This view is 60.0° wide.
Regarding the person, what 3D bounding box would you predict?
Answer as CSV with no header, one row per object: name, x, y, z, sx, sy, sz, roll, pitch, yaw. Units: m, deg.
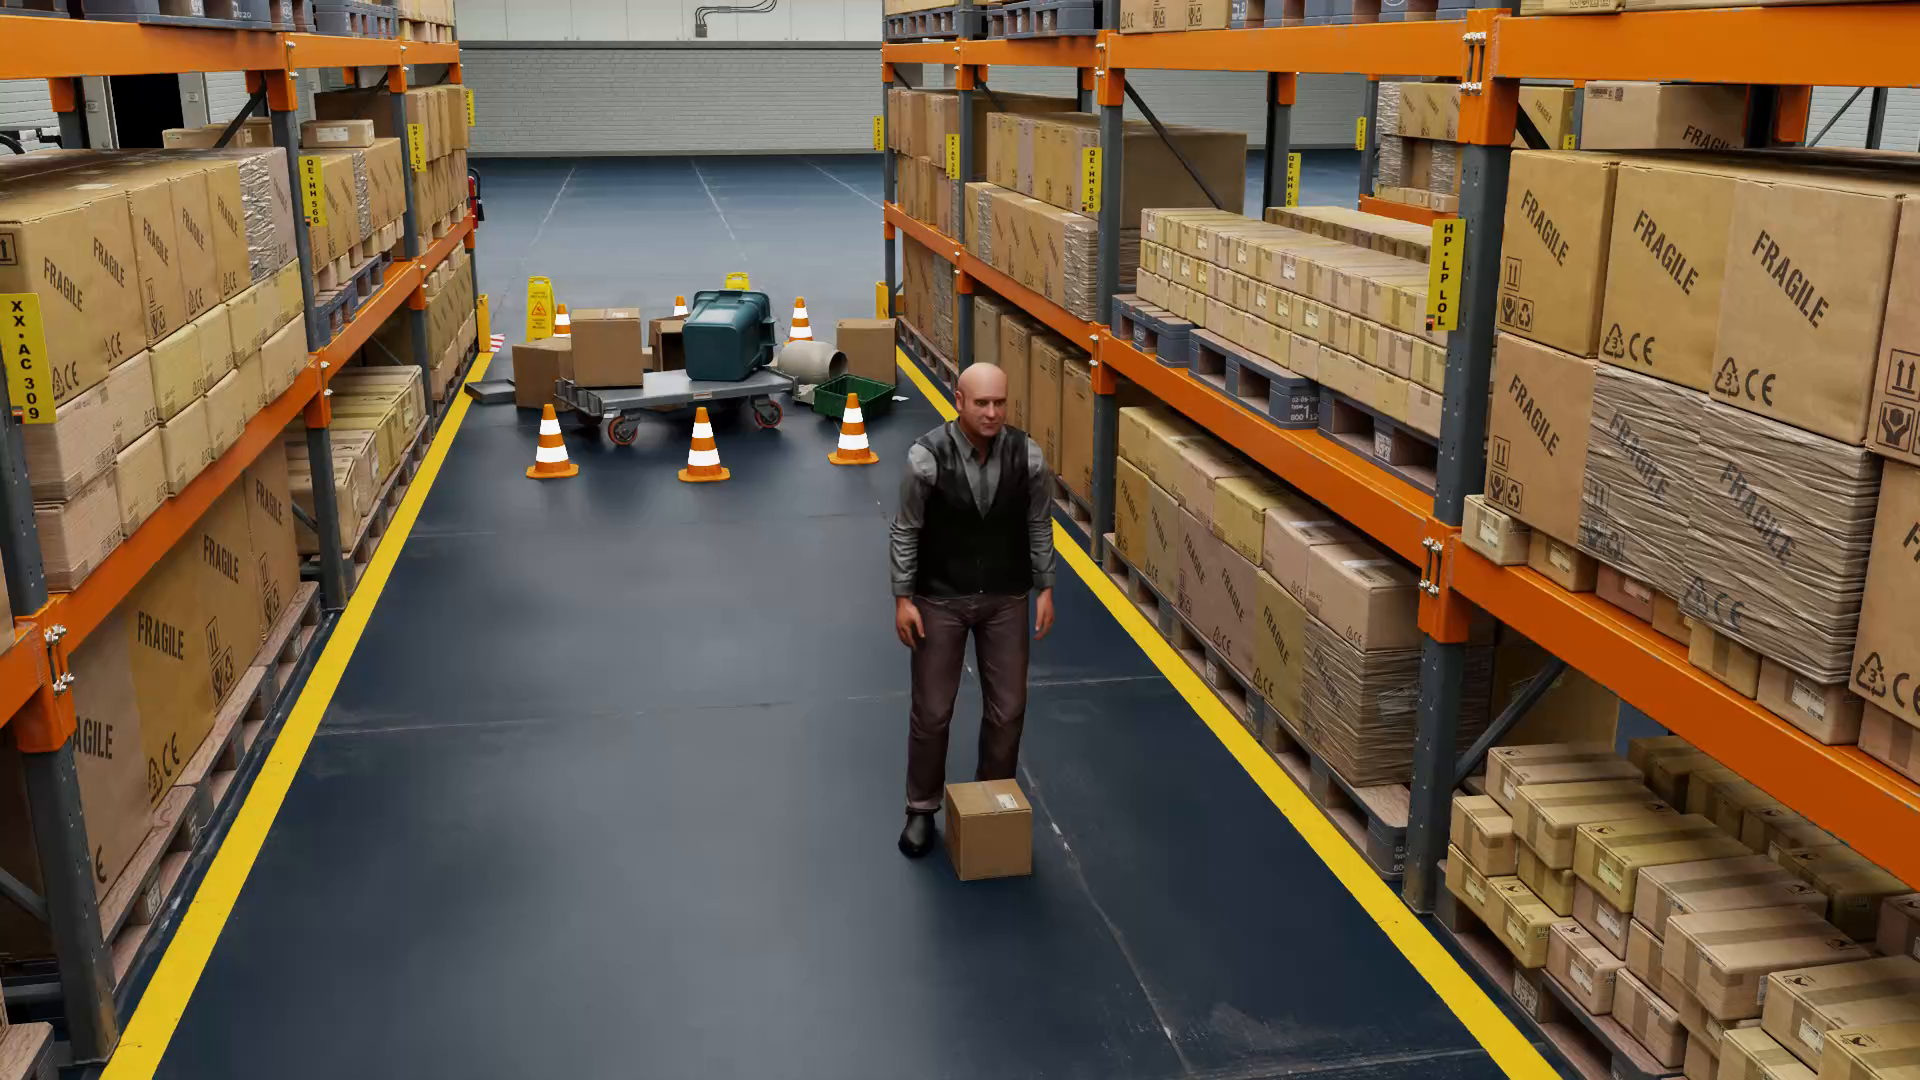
person,0.050,0.226,5.799,0.590,1.722,0.464,-4,17,-12
